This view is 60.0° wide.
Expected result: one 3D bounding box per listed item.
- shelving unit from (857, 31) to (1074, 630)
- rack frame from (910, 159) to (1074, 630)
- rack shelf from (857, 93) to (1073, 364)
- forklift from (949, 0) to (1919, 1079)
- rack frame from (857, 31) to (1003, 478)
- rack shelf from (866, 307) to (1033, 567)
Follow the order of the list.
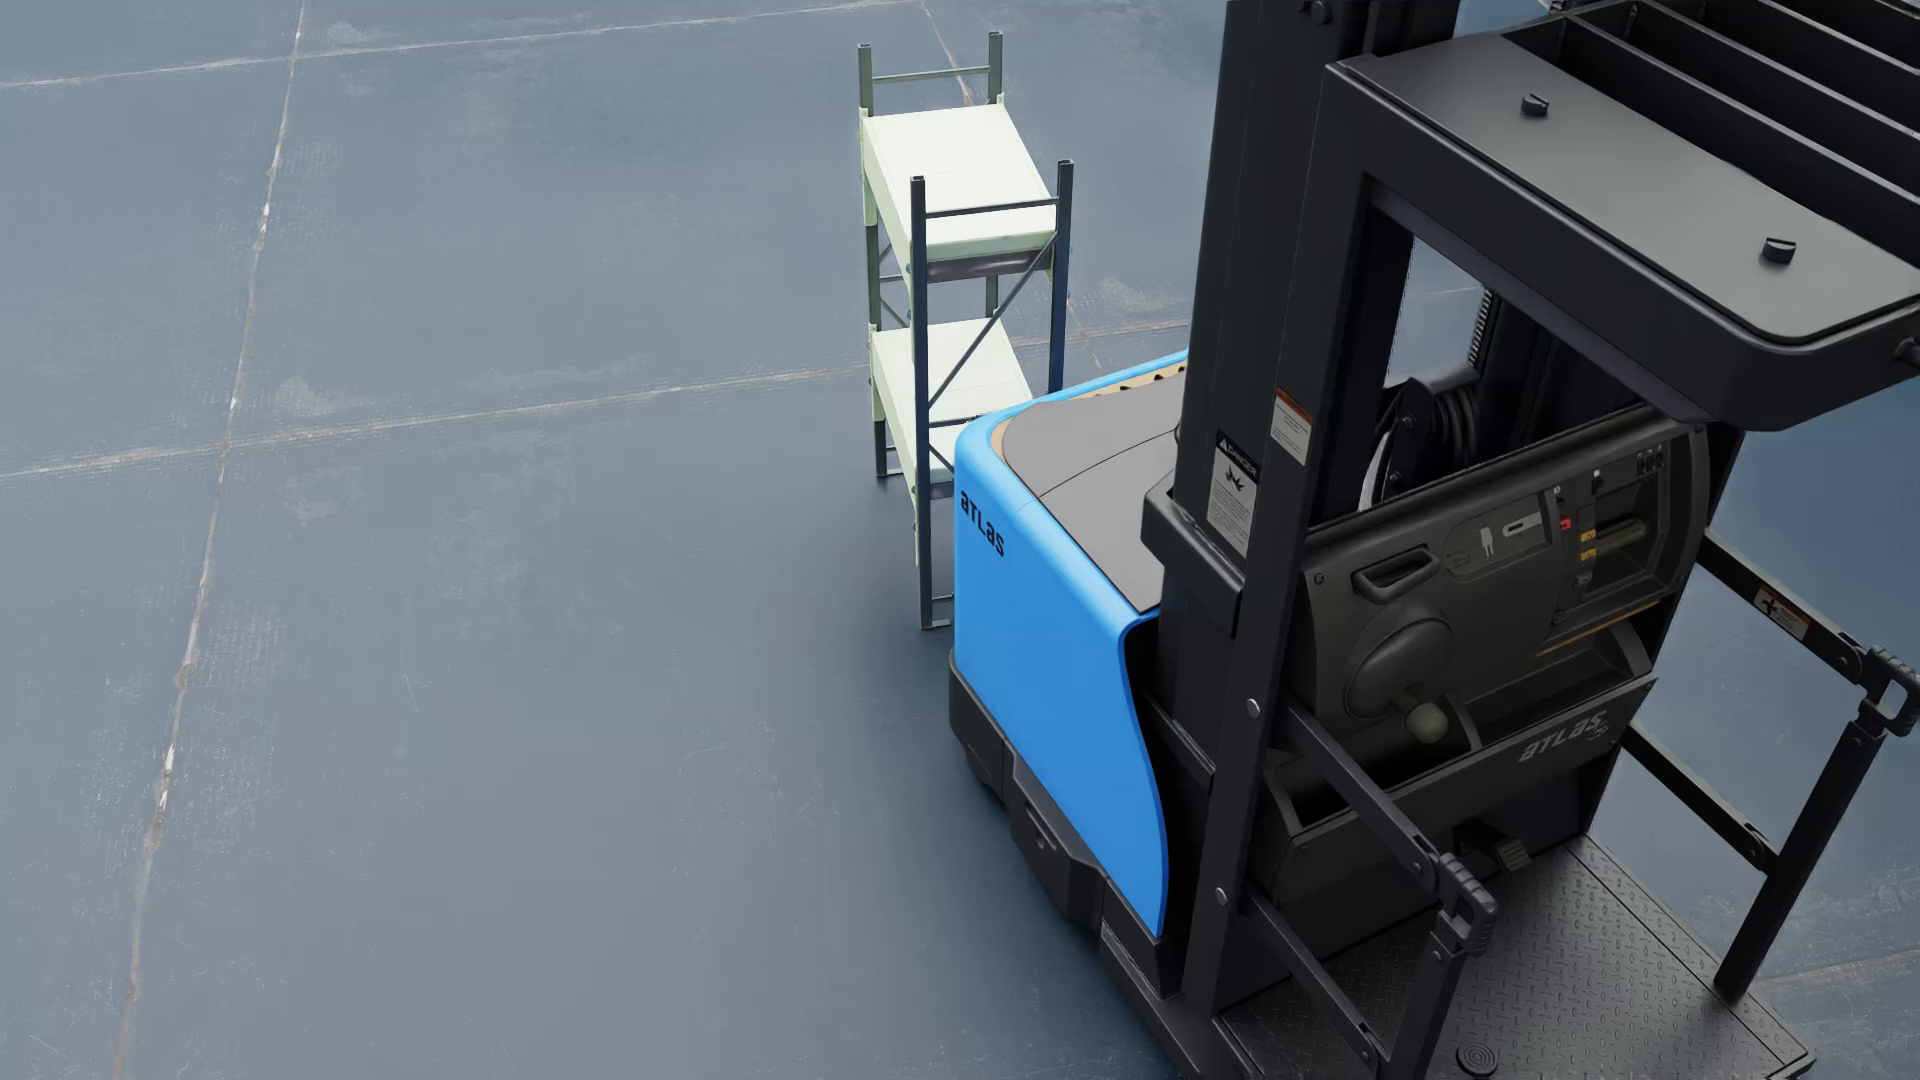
[{"bbox_3d":[-0.001,-0.565,4.757,0.431,1.500,0.755,-8,42,-9],"label":"shelving unit"},{"bbox_3d":[0.078,-0.328,4.490,0.400,1.500,0.023,-8,42,-9],"label":"rack frame"},{"bbox_3d":[-0.001,-0.857,4.498,0.431,0.370,0.720,-8,42,-9],"label":"rack shelf"},{"bbox_3d":[1.108,0.145,2.879,1.130,2.935,3.031,-19,45,-21],"label":"forklift"},{"bbox_3d":[-0.080,-0.802,5.024,0.400,1.500,0.023,-8,42,-9],"label":"rack frame"},{"bbox_3d":[-0.001,-0.321,4.973,0.431,0.370,0.720,-8,42,-9],"label":"rack shelf"}]
